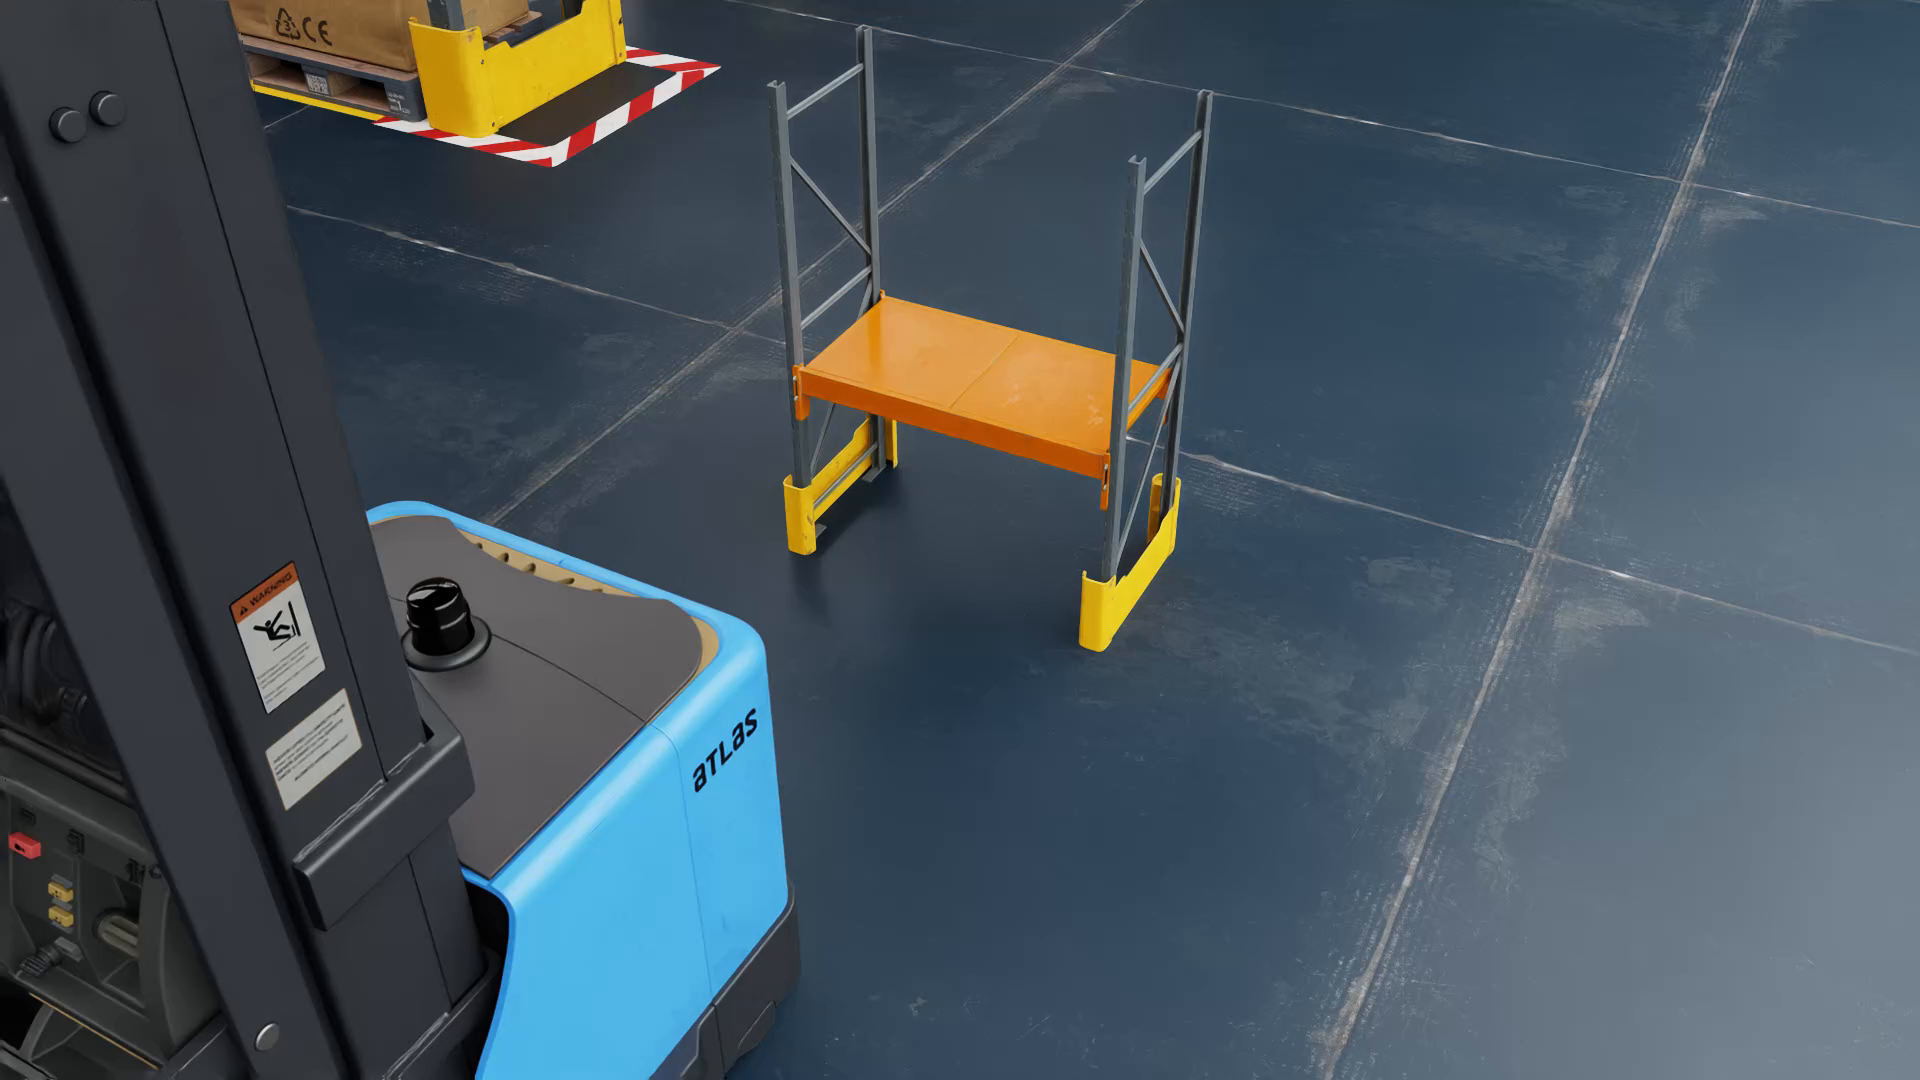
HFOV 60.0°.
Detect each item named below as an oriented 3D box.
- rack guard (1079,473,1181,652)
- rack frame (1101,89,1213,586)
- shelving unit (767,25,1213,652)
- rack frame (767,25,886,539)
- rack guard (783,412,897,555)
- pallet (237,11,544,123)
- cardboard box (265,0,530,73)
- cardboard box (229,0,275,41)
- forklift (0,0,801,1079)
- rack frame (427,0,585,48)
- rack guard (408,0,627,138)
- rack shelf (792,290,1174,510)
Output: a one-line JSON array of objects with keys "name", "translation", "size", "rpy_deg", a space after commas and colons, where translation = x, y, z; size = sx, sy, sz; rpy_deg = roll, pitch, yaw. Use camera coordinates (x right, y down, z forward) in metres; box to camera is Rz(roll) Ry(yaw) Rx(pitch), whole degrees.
[{"name": "rack guard", "translation": [0.510, 0.060, 4.964], "size": [0.087, 0.250, 0.587], "rpy_deg": [17, 41, 21]}, {"name": "rack frame", "translation": [0.527, -0.432, 4.579], "size": [0.032, 1.500, 0.500], "rpy_deg": [17, 41, 21]}, {"name": "shelving unit", "translation": [0.068, -0.576, 4.769], "size": [1.083, 1.500, 0.587], "rpy_deg": [17, 41, 21]}, {"name": "rack frame", "translation": [-0.376, -0.715, 4.951], "size": [0.032, 1.500, 0.500], "rpy_deg": [17, 41, 21]}, {"name": "rack guard", "translation": [-0.375, -0.217, 5.329], "size": [0.087, 0.250, 0.587], "rpy_deg": [17, 41, 21]}, {"name": "pallet", "translation": [-2.866, -2.479, 8.342], "size": [1.213, 0.211, 1.003], "rpy_deg": [17, 41, 21]}, {"name": "cardboard box", "translation": [-2.752, -2.884, 7.978], "size": [0.875, 0.875, 0.875], "rpy_deg": [18, 41, 22]}, {"name": "cardboard box", "translation": [-3.535, -3.127, 8.299], "size": [0.875, 0.875, 0.875], "rpy_deg": [17, 40, 21]}, {"name": "forklift", "translation": [-1.512, 0.501, 2.165], "size": [1.130, 2.935, 3.031], "rpy_deg": [18, 41, 22]}, {"name": "rack frame", "translation": [-2.120, -3.410, 7.261], "size": [0.127, 3.000, 1.000], "rpy_deg": [17, 41, 21]}, {"name": "rack guard", "translation": [-2.099, -2.407, 8.008], "size": [0.348, 0.500, 1.175], "rpy_deg": [17, 41, 21]}, {"name": "rack shelf", "translation": [0.076, -0.430, 4.874], "size": [1.000, 0.185, 0.538], "rpy_deg": [17, 41, 21]}]
